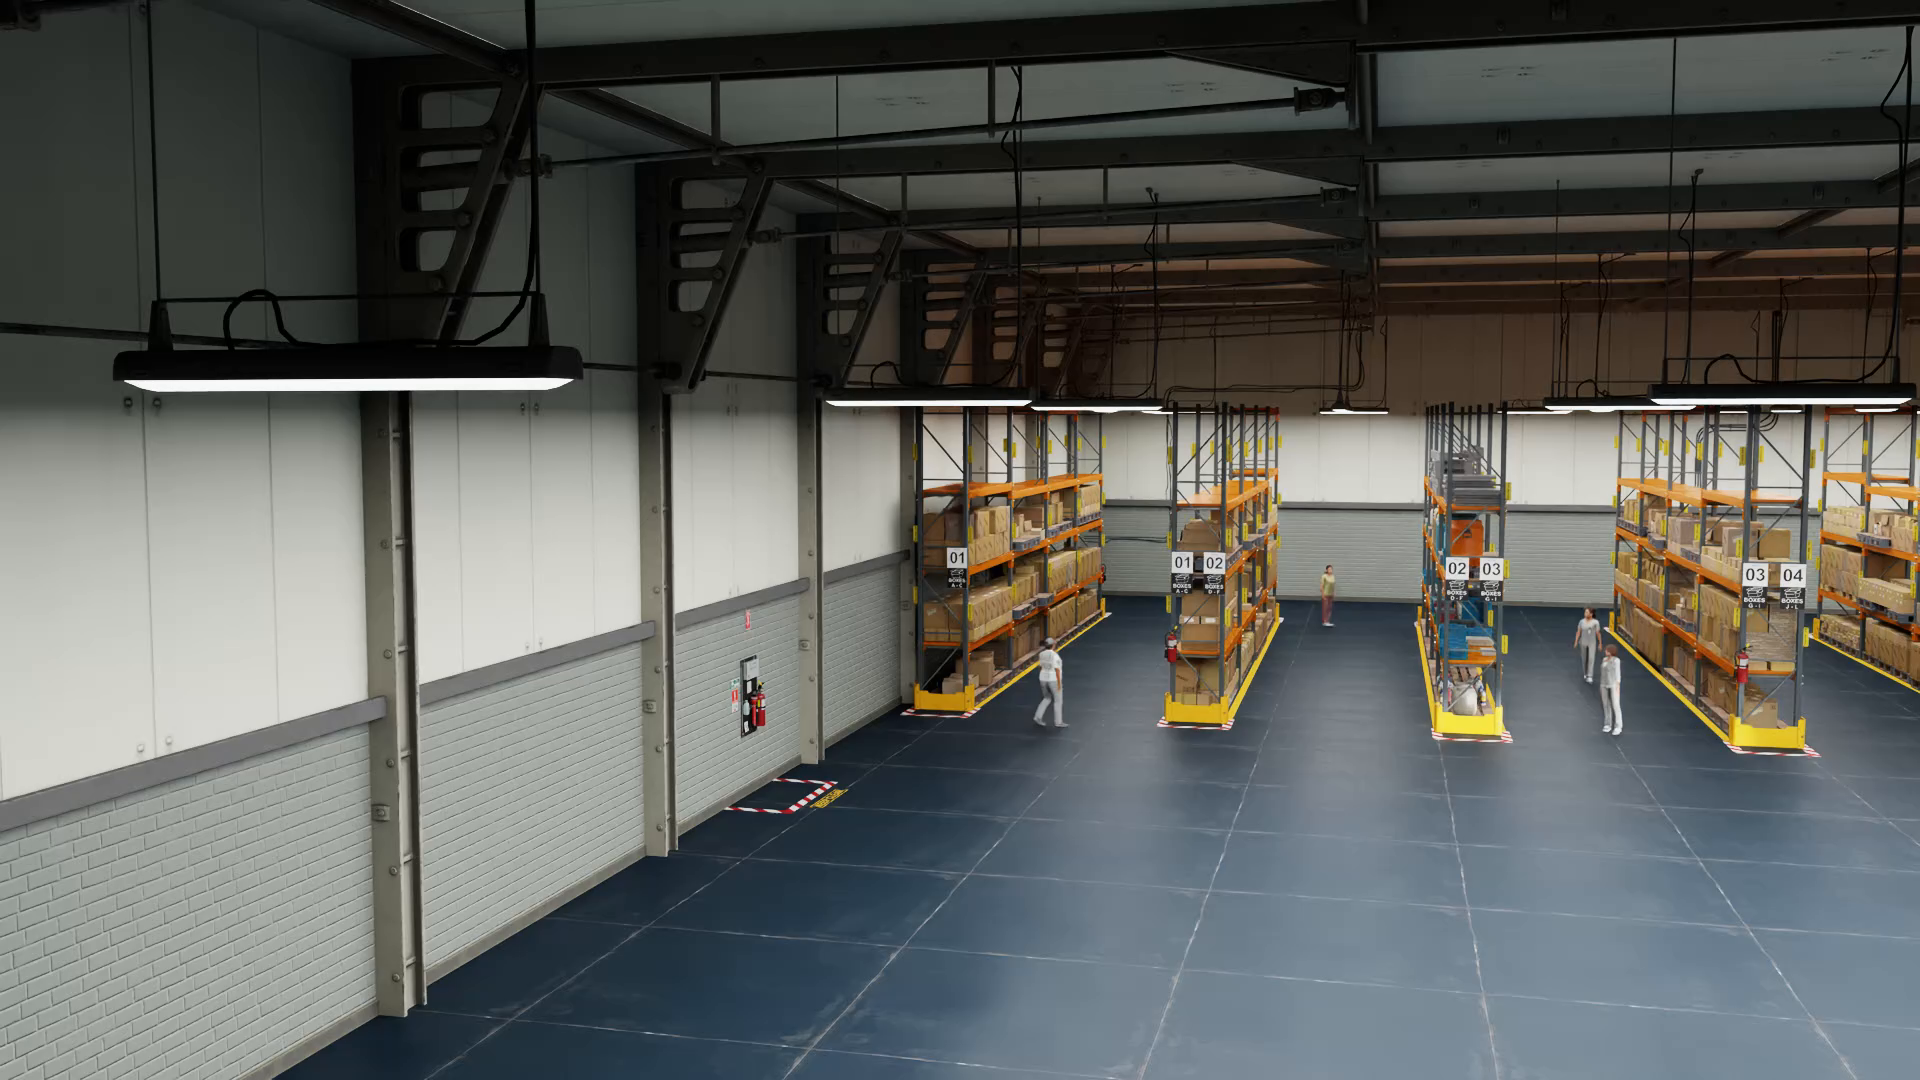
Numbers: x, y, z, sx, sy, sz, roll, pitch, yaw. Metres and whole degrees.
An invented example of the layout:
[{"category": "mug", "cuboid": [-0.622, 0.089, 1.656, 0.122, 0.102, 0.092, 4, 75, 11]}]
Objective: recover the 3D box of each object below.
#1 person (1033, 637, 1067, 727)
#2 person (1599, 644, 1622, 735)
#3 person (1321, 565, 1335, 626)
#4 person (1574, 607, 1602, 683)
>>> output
[{"category": "person", "cuboid": [1.699, 2.635, 30.783, 0.529, 1.677, 0.513, -4, 6, -45]}, {"category": "person", "cuboid": [11.819, 2.697, 30.202, 0.374, 1.610, 0.503, -2, 5, -30]}, {"category": "person", "cuboid": [10.092, 1.518, 45.552, 0.468, 1.679, 0.389, -2, 5, -24]}, {"category": "person", "cuboid": [13.526, 2.244, 35.829, 0.551, 1.602, 1.071, 2, 5, 28]}]
